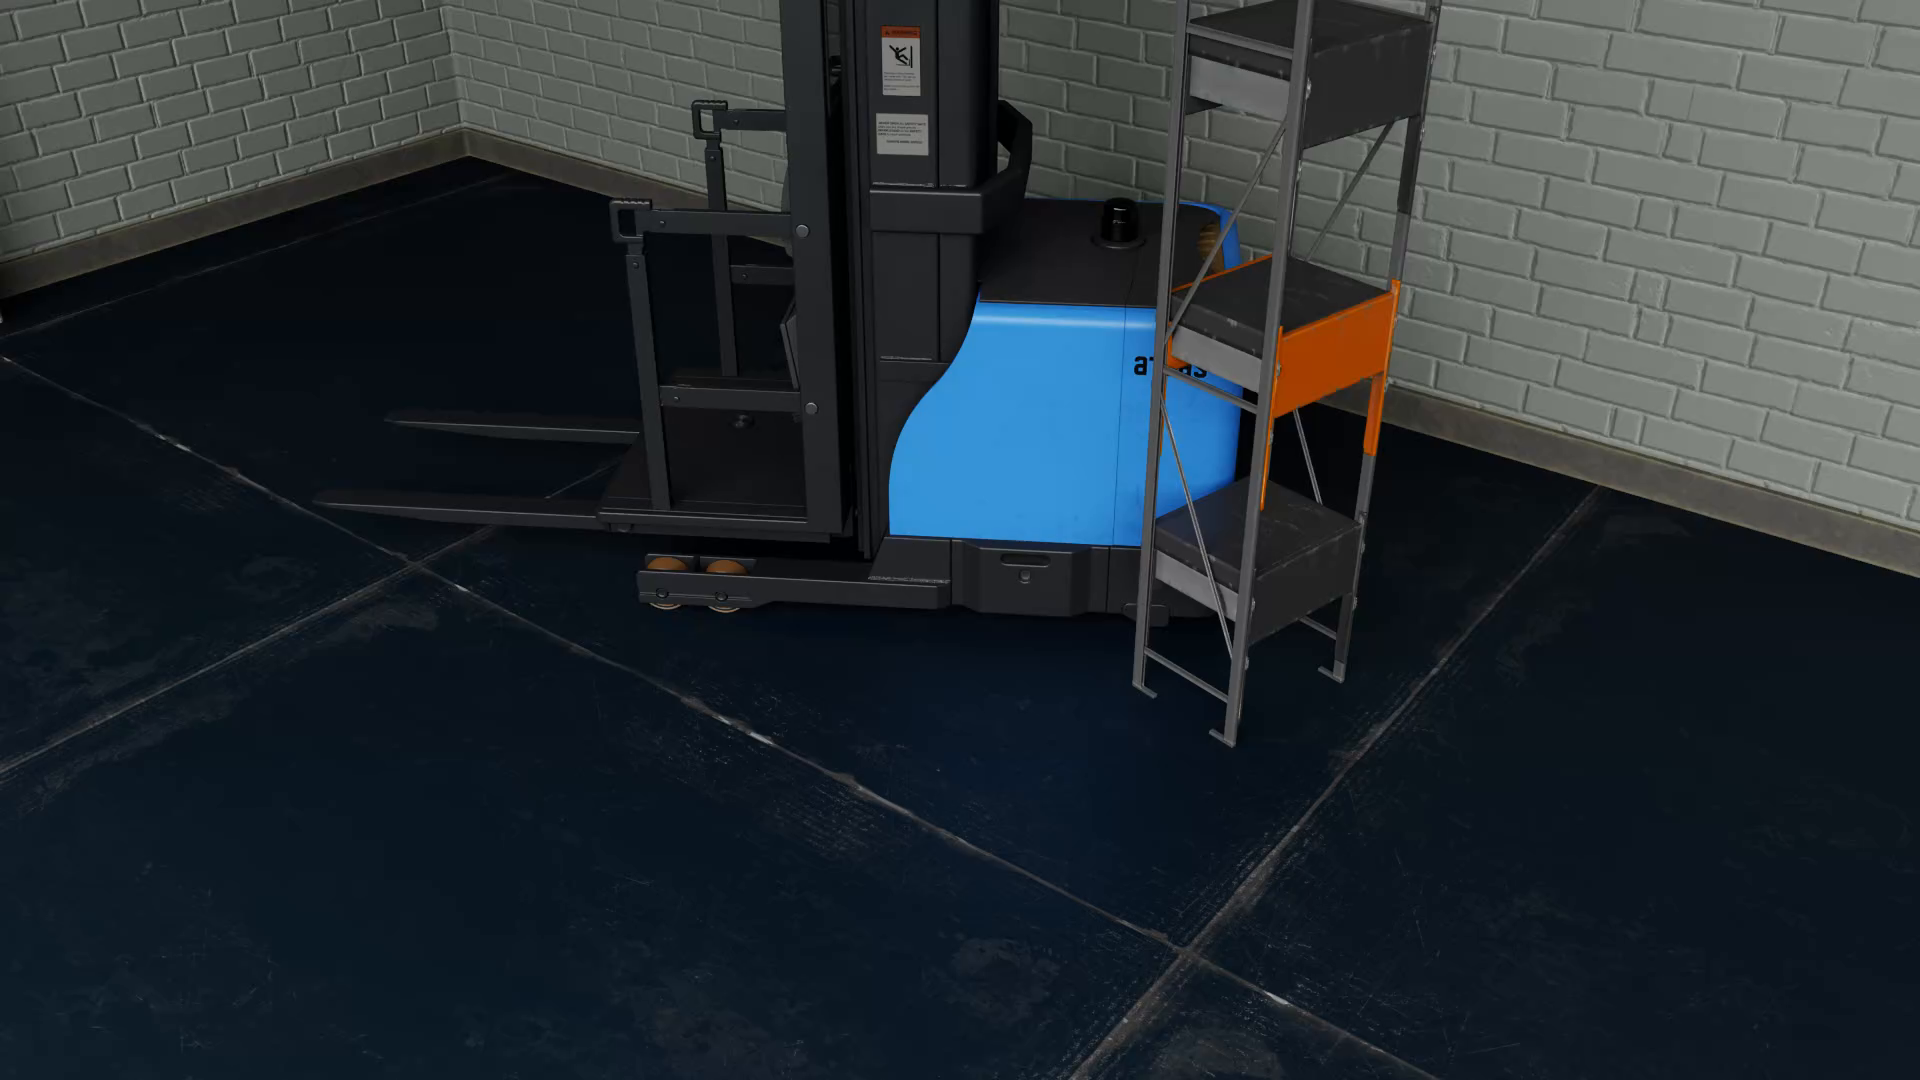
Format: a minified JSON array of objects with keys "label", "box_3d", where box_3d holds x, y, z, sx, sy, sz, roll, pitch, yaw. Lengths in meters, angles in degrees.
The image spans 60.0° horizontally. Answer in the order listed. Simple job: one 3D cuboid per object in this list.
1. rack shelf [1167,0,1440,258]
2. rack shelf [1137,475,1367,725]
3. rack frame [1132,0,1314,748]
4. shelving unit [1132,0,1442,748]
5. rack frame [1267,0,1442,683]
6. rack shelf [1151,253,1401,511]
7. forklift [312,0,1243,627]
[{"label":"rack shelf","box_3d":[0.840,-1.060,4.133,0.480,0.518,0.431,-23,38,-34]},{"label":"rack shelf","box_3d":[0.840,0.144,4.847,0.480,0.518,0.431,-23,38,-34]},{"label":"rack frame","box_3d":[0.654,-0.390,4.348,0.015,2.100,0.400,-23,38,-34]},{"label":"shelving unit","box_3d":[0.840,-0.470,4.483,0.503,2.100,0.431,-23,38,-34]},{"label":"rack frame","box_3d":[1.026,-0.550,4.619,0.015,2.100,0.400,-23,38,-34]},{"label":"rack shelf","box_3d":[0.840,-0.458,4.490,0.480,0.518,0.431,-23,38,-34]},{"label":"forklift","box_3d":[-0.620,-1.292,5.055,3.031,2.935,1.130,3,31,5]}]
